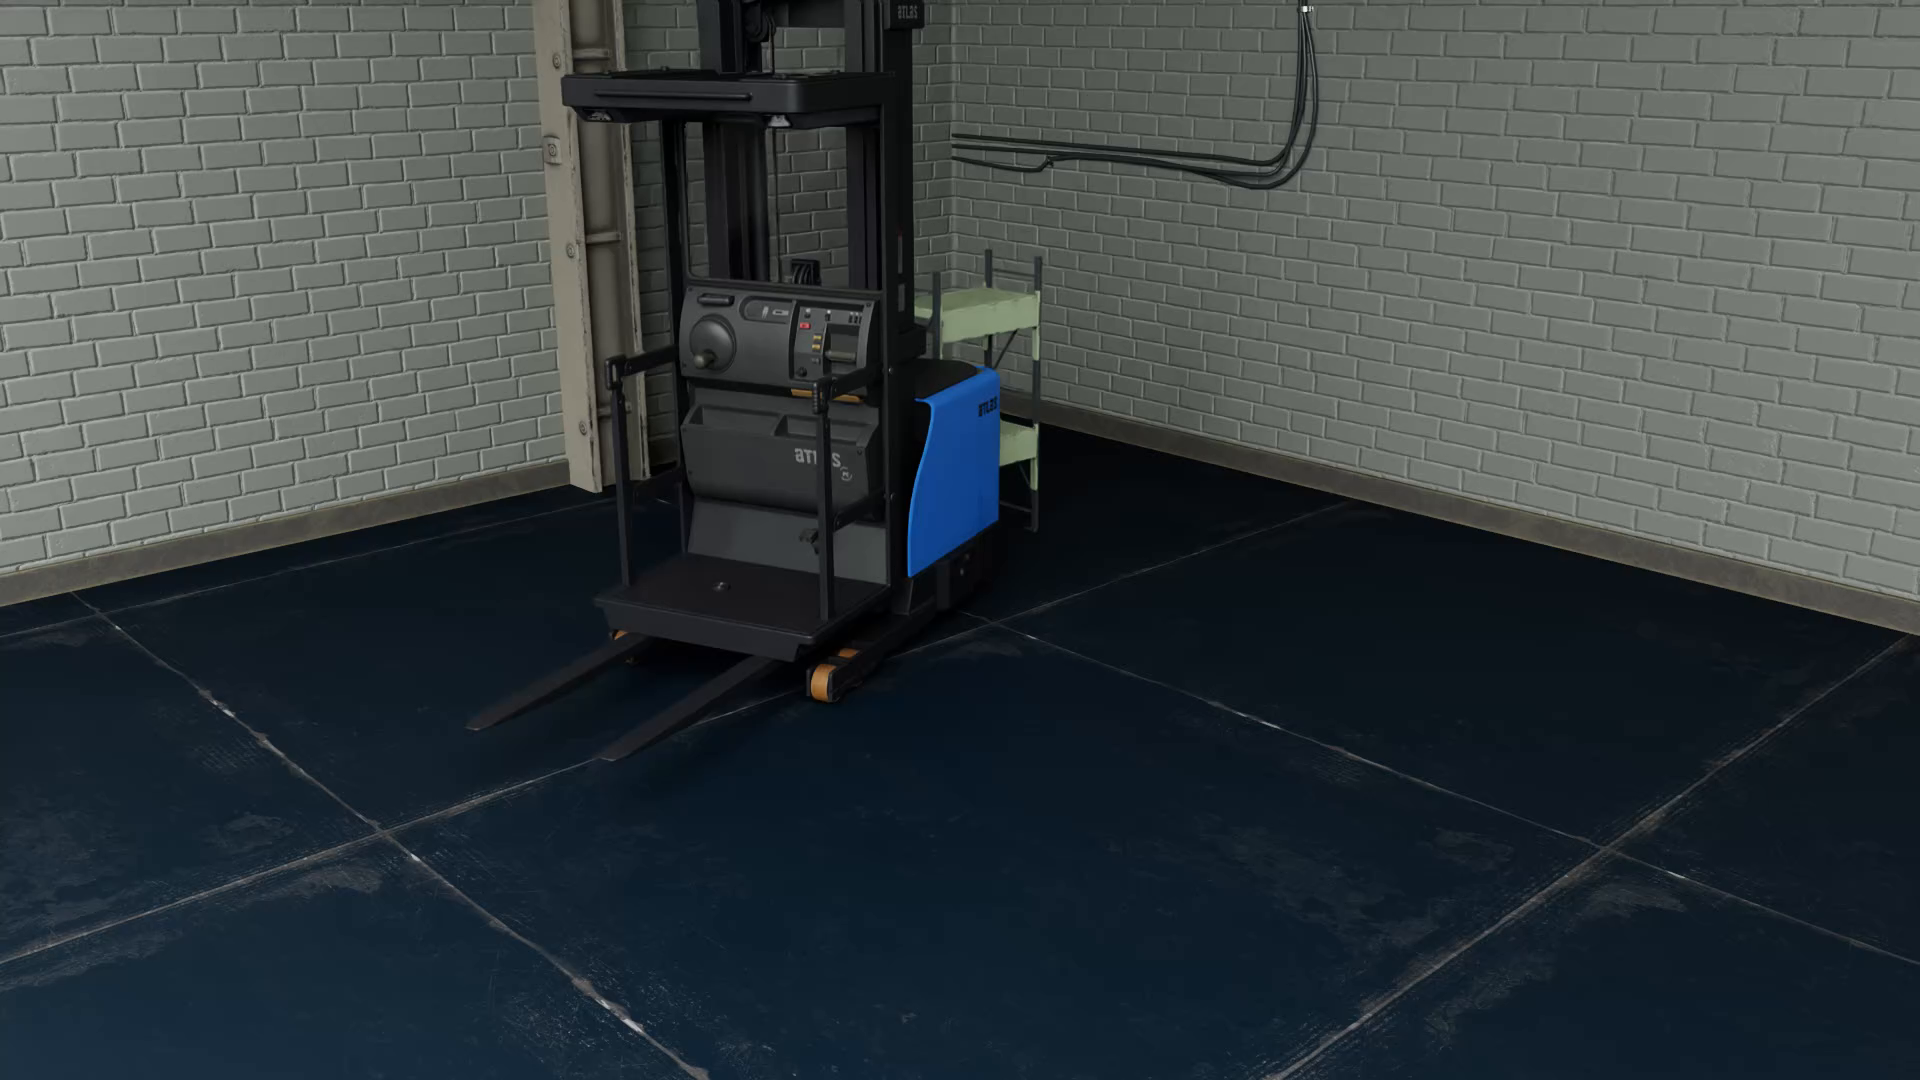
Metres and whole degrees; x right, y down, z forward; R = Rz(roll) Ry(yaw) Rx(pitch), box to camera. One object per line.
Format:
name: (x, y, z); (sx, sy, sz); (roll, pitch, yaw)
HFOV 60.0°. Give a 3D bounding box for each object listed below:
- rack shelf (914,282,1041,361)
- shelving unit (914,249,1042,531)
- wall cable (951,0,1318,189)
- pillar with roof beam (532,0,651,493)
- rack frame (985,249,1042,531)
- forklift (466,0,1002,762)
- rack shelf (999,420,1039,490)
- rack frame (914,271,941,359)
rack shelf: (0.020, -1.099, 8.678); (0.720, 0.370, 0.431); (-17, 24, -42)
shelving unit: (0.020, -0.728, 8.798); (0.755, 1.500, 0.431); (-17, 24, -42)
wall cable: (0.926, -3.486, 10.180); (0.112, 2.526, 3.097); (-16, 24, -41)
pillar with roof beam: (0.835, -3.670, 5.714); (0.400, 9.000, 9.100); (-16, 24, -41)
rack frame: (0.282, -0.807, 9.041); (0.023, 1.500, 0.400); (-17, 24, -42)
forklift: (-0.877, -0.869, 6.914); (1.130, 2.935, 3.031); (8, 20, 24)
rack shelf: (0.020, -0.418, 8.899); (0.720, 0.370, 0.431); (-17, 24, -42)
rack frame: (-0.243, -0.649, 8.556); (0.023, 1.500, 0.400); (-17, 24, -42)
